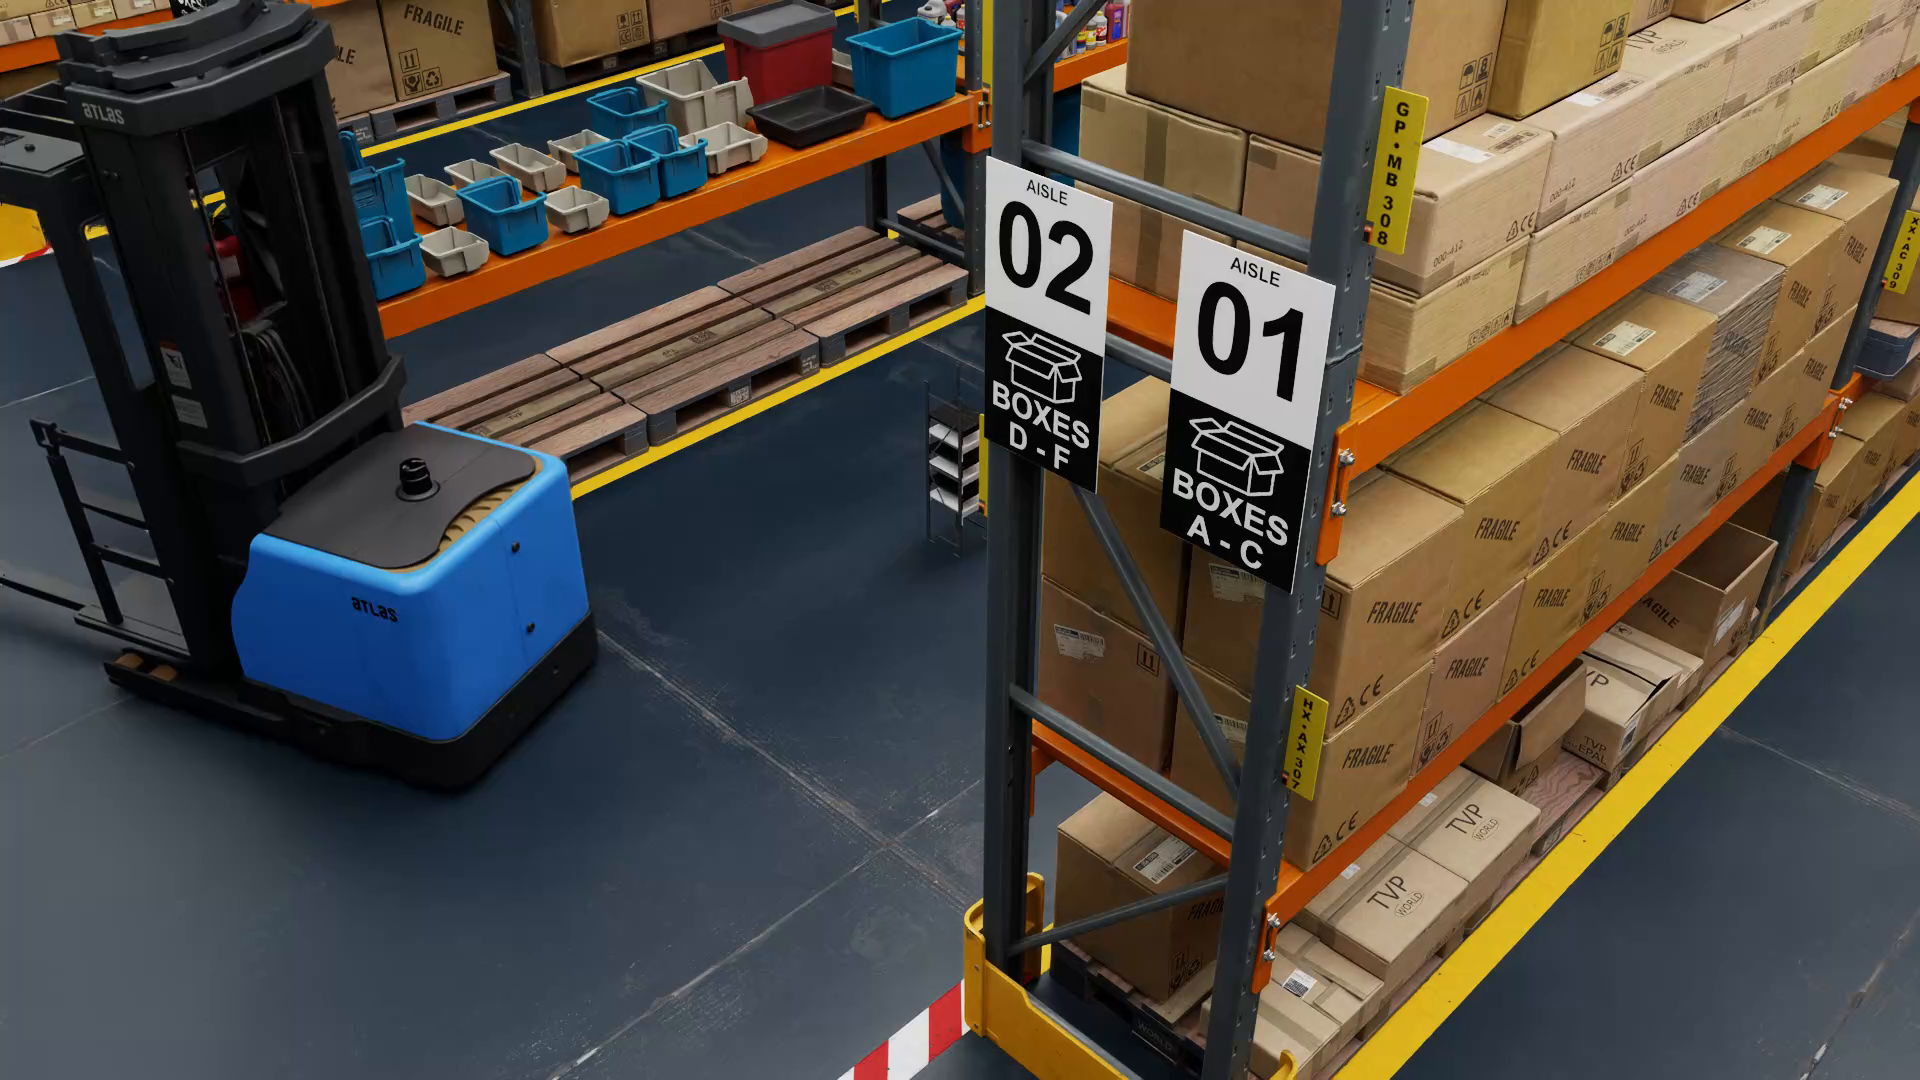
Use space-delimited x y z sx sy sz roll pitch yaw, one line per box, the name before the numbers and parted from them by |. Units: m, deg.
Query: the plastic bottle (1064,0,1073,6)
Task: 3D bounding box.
plastic bottle | 0.695 -3.719 11.069 0.152 0.276 0.135 30 45 35

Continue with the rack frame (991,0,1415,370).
rack frame | 0.470 -1.817 2.989 1.000 3.000 0.127 30 45 35

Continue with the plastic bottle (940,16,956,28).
plastic bottle | -0.074 -3.144 10.310 0.097 0.201 0.097 0 35 0

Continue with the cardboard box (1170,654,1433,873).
cardboard box | 0.970 0.529 4.782 0.500 0.500 0.500 -29 44 -35

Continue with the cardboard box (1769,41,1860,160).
cardboard box | 2.429 -1.439 5.200 0.500 0.250 0.500 30 45 35

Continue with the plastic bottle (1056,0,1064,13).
plastic bottle | 0.633 -3.580 10.874 0.097 0.271 0.097 0 35 0

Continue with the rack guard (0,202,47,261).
rack guard | -6.574 -2.315 11.133 1.175 0.500 0.348 30 45 35

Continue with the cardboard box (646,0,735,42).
cardboard box | -2.673 -4.906 14.153 1.225 0.875 0.875 28 44 34

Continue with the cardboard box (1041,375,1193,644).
cardboard box | 0.589 -0.099 4.808 0.500 0.500 0.500 29 44 35

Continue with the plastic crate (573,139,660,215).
plastic crate | -1.707 -1.812 8.320 0.416 0.233 0.300 30 45 35

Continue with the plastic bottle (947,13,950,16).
plastic bottle | -0.114 -3.245 10.454 0.097 0.201 0.097 0 35 0

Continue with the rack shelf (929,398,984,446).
rack shelf | -0.006 -0.560 7.852 0.258 0.077 0.200 30 45 35

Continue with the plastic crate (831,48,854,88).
plastic crate | -0.653 -2.763 9.768 0.396 0.136 0.243 30 45 35

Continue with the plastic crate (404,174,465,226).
plastic crate | -2.596 -1.675 8.207 0.396 0.136 0.243 30 45 35

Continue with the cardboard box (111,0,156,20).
cardboard box | -5.530 -3.574 10.972 0.380 0.149 0.250 29 44 35

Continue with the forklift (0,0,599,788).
forklift | -3.170 -0.753 6.768 3.031 2.935 1.130 14 37 20

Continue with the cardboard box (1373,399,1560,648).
cardboard box | 1.333 -0.097 4.805 0.500 0.500 0.500 -29 44 -35

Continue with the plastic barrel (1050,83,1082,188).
plastic barrel | 0.670 -2.791 11.097 0.600 0.901 0.708 30 45 35

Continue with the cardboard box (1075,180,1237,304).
cardboard box | 0.645 -0.840 4.341 0.500 0.250 0.500 30 45 35

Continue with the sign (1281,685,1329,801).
sign | 0.855 0.507 4.144 0.100 0.325 0.005 30 45 35

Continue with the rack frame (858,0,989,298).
rack frame | -0.224 -2.978 9.898 1.000 3.000 0.127 30 45 35

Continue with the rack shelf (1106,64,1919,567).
rack shelf | 1.879 -1.103 5.217 1.077 0.370 4.000 30 45 35

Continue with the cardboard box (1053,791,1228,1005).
cardboard box | 0.678 1.169 5.753 0.500 0.500 0.500 30 45 35

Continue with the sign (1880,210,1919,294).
sign | 3.679 -1.120 6.476 0.100 0.325 0.005 30 45 35

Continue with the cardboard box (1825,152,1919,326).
cardboard box | 3.781 -1.295 7.031 0.700 0.500 0.500 15 38 21

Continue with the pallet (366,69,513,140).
pallet | -4.330 -3.553 13.160 1.003 0.211 1.213 30 45 35

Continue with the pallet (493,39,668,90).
pallet | -3.249 -4.174 14.051 1.003 0.211 1.213 30 45 35

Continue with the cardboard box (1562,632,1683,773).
cardboard box | 2.560 0.592 6.744 0.500 0.311 0.500 30 45 35

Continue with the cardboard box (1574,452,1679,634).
cardboard box | 2.039 -0.088 5.666 0.500 0.500 0.500 -29 44 -35

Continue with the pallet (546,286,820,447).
pallet | -1.574 -1.022 9.531 1.003 0.211 1.213 30 45 35

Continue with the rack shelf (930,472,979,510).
rack shelf | -0.006 -0.265 8.058 0.258 0.077 0.200 30 45 35

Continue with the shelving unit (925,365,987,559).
shelving unit | -0.006 -0.366 7.988 0.258 0.900 0.210 30 45 35

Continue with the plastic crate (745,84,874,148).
plastic crate | -0.822 -2.327 9.153 0.437 0.125 0.590 30 45 35

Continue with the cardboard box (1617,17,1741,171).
cardboard box | 1.722 -1.240 4.477 0.500 0.250 0.500 30 45 35

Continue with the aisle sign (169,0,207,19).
aisle sign | -3.301 -2.509 6.953 0.394 0.787 0.004 30 45 35

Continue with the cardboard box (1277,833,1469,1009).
cardboard box | 1.407 1.282 5.809 0.500 0.250 0.500 30 45 35

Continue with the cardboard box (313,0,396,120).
cardboard box | -4.895 -3.674 12.386 0.875 0.875 0.875 30 45 35

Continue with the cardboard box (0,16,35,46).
cardboard box | -6.073 -3.258 10.520 0.250 0.149 0.380 -29 44 -35

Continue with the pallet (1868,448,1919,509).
pallet | 4.694 -0.679 9.040 1.003 0.211 1.213 30 45 35

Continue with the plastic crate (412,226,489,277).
plastic crate | -2.350 -1.335 7.720 0.250 0.136 0.298 30 45 35

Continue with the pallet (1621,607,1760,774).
pallet | 2.804 0.442 7.432 1.003 0.211 1.213 30 45 35

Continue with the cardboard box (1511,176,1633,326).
cardboard box | 1.374 -0.829 4.325 0.500 0.250 0.500 30 45 35

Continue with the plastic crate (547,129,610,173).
plastic crate | -2.008 -2.037 8.727 0.298 0.136 0.250 30 45 35

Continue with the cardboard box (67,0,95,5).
cardboard box | -5.666 -3.711 10.819 0.500 0.250 0.500 29 44 35

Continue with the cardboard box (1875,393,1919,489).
cardboard box | 4.527 -0.654 8.366 0.500 0.500 0.500 -29 44 -35

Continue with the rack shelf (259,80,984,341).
rack shelf | -1.633 -1.871 8.939 1.077 0.370 4.000 30 45 35

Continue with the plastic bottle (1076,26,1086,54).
plastic bottle | 0.731 -3.144 10.249 0.097 0.271 0.097 0 35 0

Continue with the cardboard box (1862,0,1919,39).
cardboard box | 2.784 -1.846 5.346 0.500 0.250 0.500 30 45 35

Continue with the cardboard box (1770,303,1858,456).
cardboard box | 3.118 -0.715 6.565 0.500 0.500 0.500 -29 44 -35

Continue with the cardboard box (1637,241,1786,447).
cardboard box | 2.402 -0.708 5.682 0.500 0.500 0.500 -30 44 -35

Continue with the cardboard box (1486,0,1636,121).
cardboard box | 1.233 -1.422 4.083 0.700 0.500 0.500 30 45 35

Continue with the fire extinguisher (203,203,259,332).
fire extinguisher | -3.471 -1.291 7.873 0.296 0.674 0.183 30 45 35
